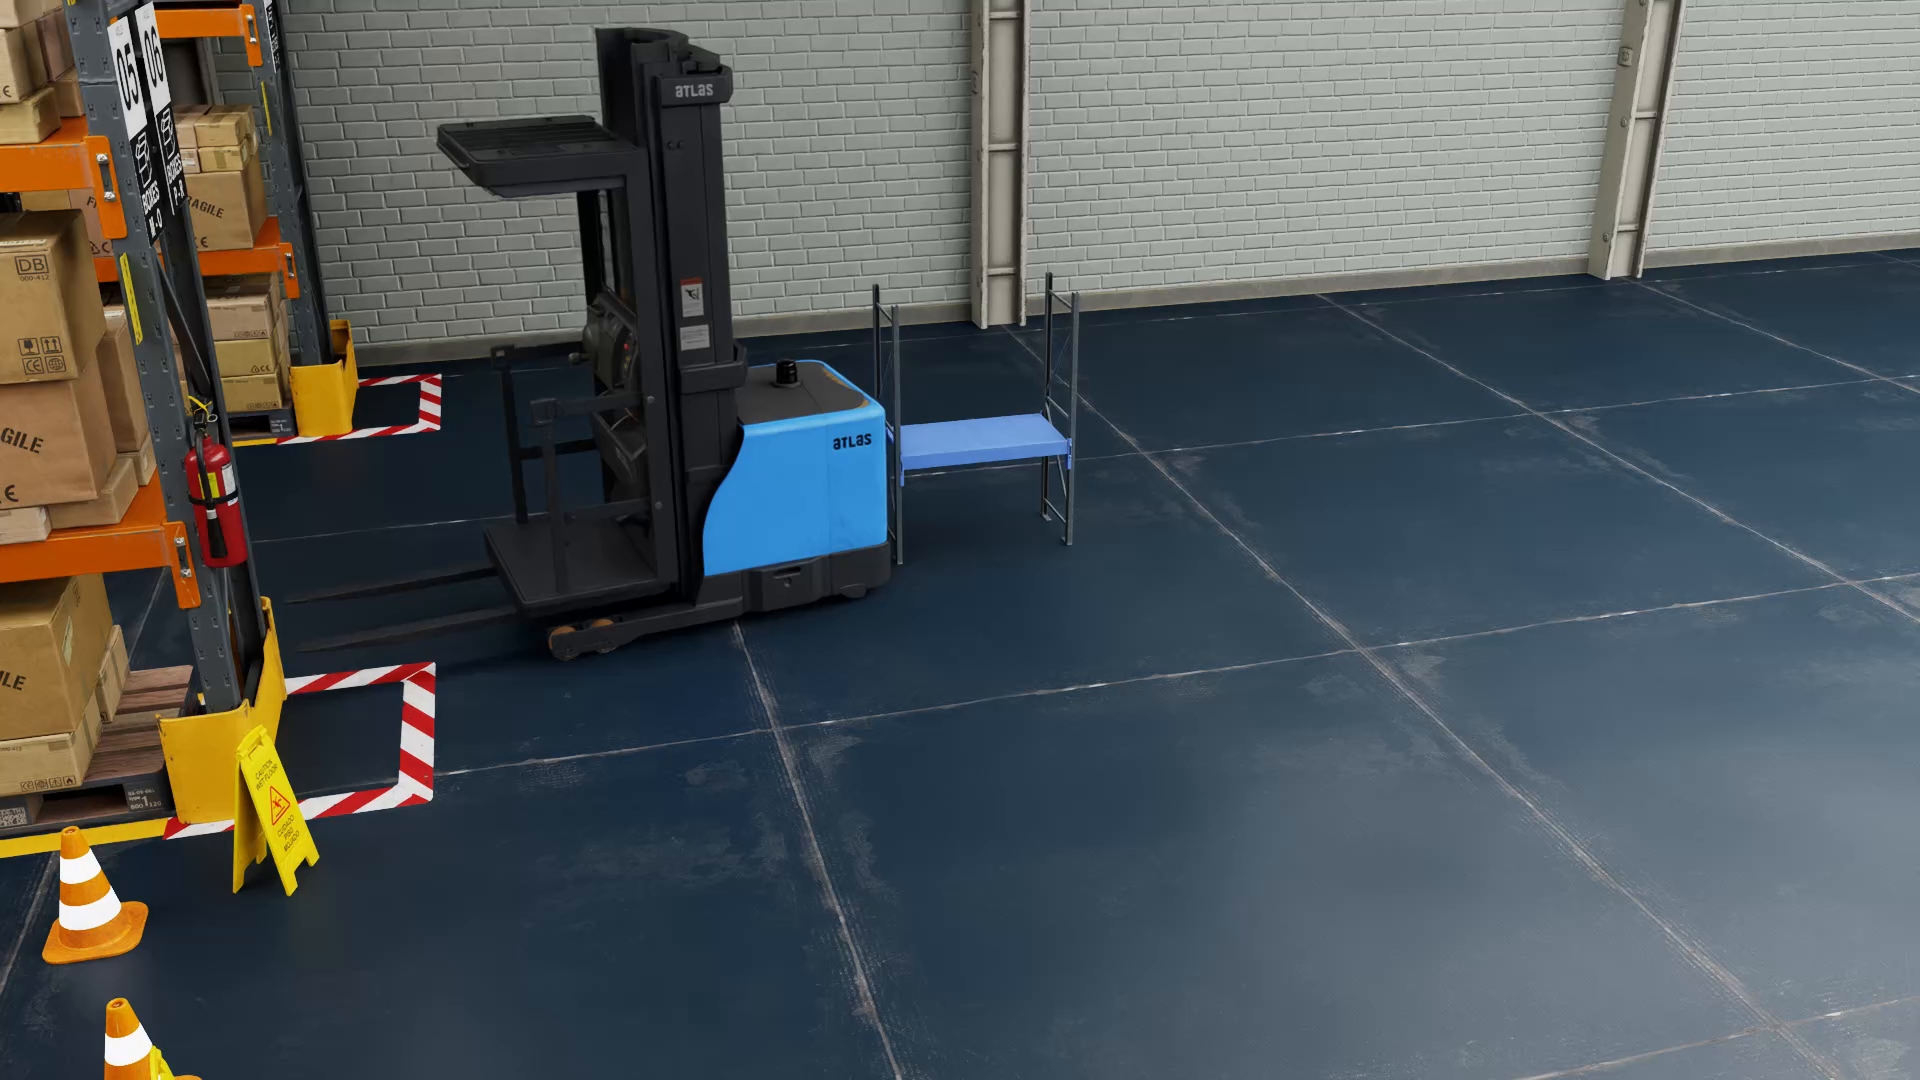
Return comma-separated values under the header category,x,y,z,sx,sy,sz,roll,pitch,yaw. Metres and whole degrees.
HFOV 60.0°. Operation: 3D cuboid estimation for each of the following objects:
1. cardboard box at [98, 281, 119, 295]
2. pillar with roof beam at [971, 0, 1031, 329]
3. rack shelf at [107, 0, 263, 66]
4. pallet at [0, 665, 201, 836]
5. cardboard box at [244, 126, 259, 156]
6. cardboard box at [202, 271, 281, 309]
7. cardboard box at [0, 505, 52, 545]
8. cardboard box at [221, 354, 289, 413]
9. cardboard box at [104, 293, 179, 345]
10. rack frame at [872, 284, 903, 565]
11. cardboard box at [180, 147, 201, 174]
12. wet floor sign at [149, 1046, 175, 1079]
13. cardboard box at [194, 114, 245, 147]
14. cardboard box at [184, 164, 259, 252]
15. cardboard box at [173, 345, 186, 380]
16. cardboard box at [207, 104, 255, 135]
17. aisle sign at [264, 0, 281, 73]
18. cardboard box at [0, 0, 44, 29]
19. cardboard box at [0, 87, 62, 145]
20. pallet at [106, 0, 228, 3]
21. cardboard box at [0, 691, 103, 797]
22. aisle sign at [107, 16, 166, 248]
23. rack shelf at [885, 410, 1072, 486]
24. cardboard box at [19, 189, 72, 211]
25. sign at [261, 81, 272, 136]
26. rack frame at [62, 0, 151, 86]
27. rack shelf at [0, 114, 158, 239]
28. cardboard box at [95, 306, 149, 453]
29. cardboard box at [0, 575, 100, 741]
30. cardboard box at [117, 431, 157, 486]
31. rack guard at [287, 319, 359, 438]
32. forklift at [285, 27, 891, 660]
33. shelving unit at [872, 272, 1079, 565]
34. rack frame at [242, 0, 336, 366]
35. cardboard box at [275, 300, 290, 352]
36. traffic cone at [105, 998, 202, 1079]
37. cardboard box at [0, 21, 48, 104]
category,x,y,z,sx,sy,sz,roll,pitch,yaw
cardboard box,-6.019,-1.616,11.399,0.500,0.250,0.500,-6,24,-15
pillar with roof beam,1.485,-4.340,8.453,0.400,9.000,9.100,-6,24,-14
rack shelf,-6.466,-3.145,10.385,4.000,0.370,1.077,-6,24,-14
pallet,-4.061,0.936,7.301,1.213,0.211,1.003,-6,24,-14
cardboard box,-4.937,-2.717,11.329,0.250,0.149,0.380,-7,24,-16
cardboard box,-5.055,-1.720,11.641,0.500,0.250,0.500,-7,24,-15
cardboard box,-3.713,-0.121,6.546,0.250,0.149,0.380,-7,24,-15
cardboard box,-4.908,-1.070,11.394,0.500,0.250,0.500,-6,24,-14
cardboard box,-5.390,-1.475,11.071,0.500,0.250,0.500,-6,24,-13
rack frame,-0.407,-0.644,9.349,0.032,1.500,0.500,-6,24,-14
cardboard box,-5.037,-2.473,10.760,0.250,0.149,0.380,-6,24,-14
wet floor sign,-2.269,1.769,4.809,0.232,0.644,0.267,-11,25,-23
cardboard box,-4.829,-2.673,10.849,0.250,0.149,0.380,-6,24,-14
cardboard box,-4.944,-2.204,10.957,0.500,0.500,0.500,-7,24,-16
cardboard box,-5.411,-1.250,11.179,0.500,0.250,0.500,-7,24,-15
cardboard box,-4.922,-2.837,11.230,0.250,0.149,0.380,-7,24,-15
aisle sign,-4.398,-3.401,10.575,0.004,0.787,0.394,-6,24,-14
cardboard box,-3.442,-1.908,5.896,0.250,0.149,0.380,-6,24,-14
cardboard box,-3.464,-1.545,6.062,0.250,0.149,0.380,-6,24,-14
pallet,-5.228,-3.583,10.604,1.213,0.211,1.003,-6,24,-14
cardboard box,-3.925,0.835,6.955,0.500,0.250,0.500,-6,24,-15
aisle sign,-3.058,-1.518,6.186,0.004,0.787,0.394,-6,24,-14
rack shelf,0.082,-0.533,9.546,1.000,0.185,0.538,-6,24,-14
cardboard box,-5.939,-2.098,10.709,0.500,0.500,0.500,-7,24,-15
sign,-4.407,-2.744,10.572,0.005,0.325,0.100,-6,24,-14
rack frame,-3.196,-3.183,5.757,0.127,3.000,1.000,-6,24,-14
rack shelf,-5.122,-1.261,5.994,4.000,0.370,1.077,-6,24,-14
cardboard box,-3.727,-0.664,6.989,0.500,0.500,0.500,-7,24,-15
cardboard box,-3.897,0.484,6.822,0.500,0.500,0.500,-6,24,-14
cardboard box,-3.579,-0.353,7.088,0.250,0.149,0.380,-6,24,-14
rack guard,-4.518,-1.164,11.830,0.348,0.500,1.175,-6,24,-14
forklift,-1.936,-0.981,8.318,3.031,2.935,1.130,-10,25,-23
shelving unit,0.082,-0.698,9.475,1.048,1.500,0.538,-6,24,-14
rack frame,-4.541,-2.311,11.331,0.127,3.000,1.000,-6,24,-14
cardboard box,-5.049,-1.499,11.759,0.500,0.250,0.500,-6,24,-13
traffic cone,-2.635,1.660,5.294,0.334,0.463,0.336,-6,24,-14
cardboard box,-3.616,-1.716,5.954,0.500,0.250,0.500,-7,24,-15
